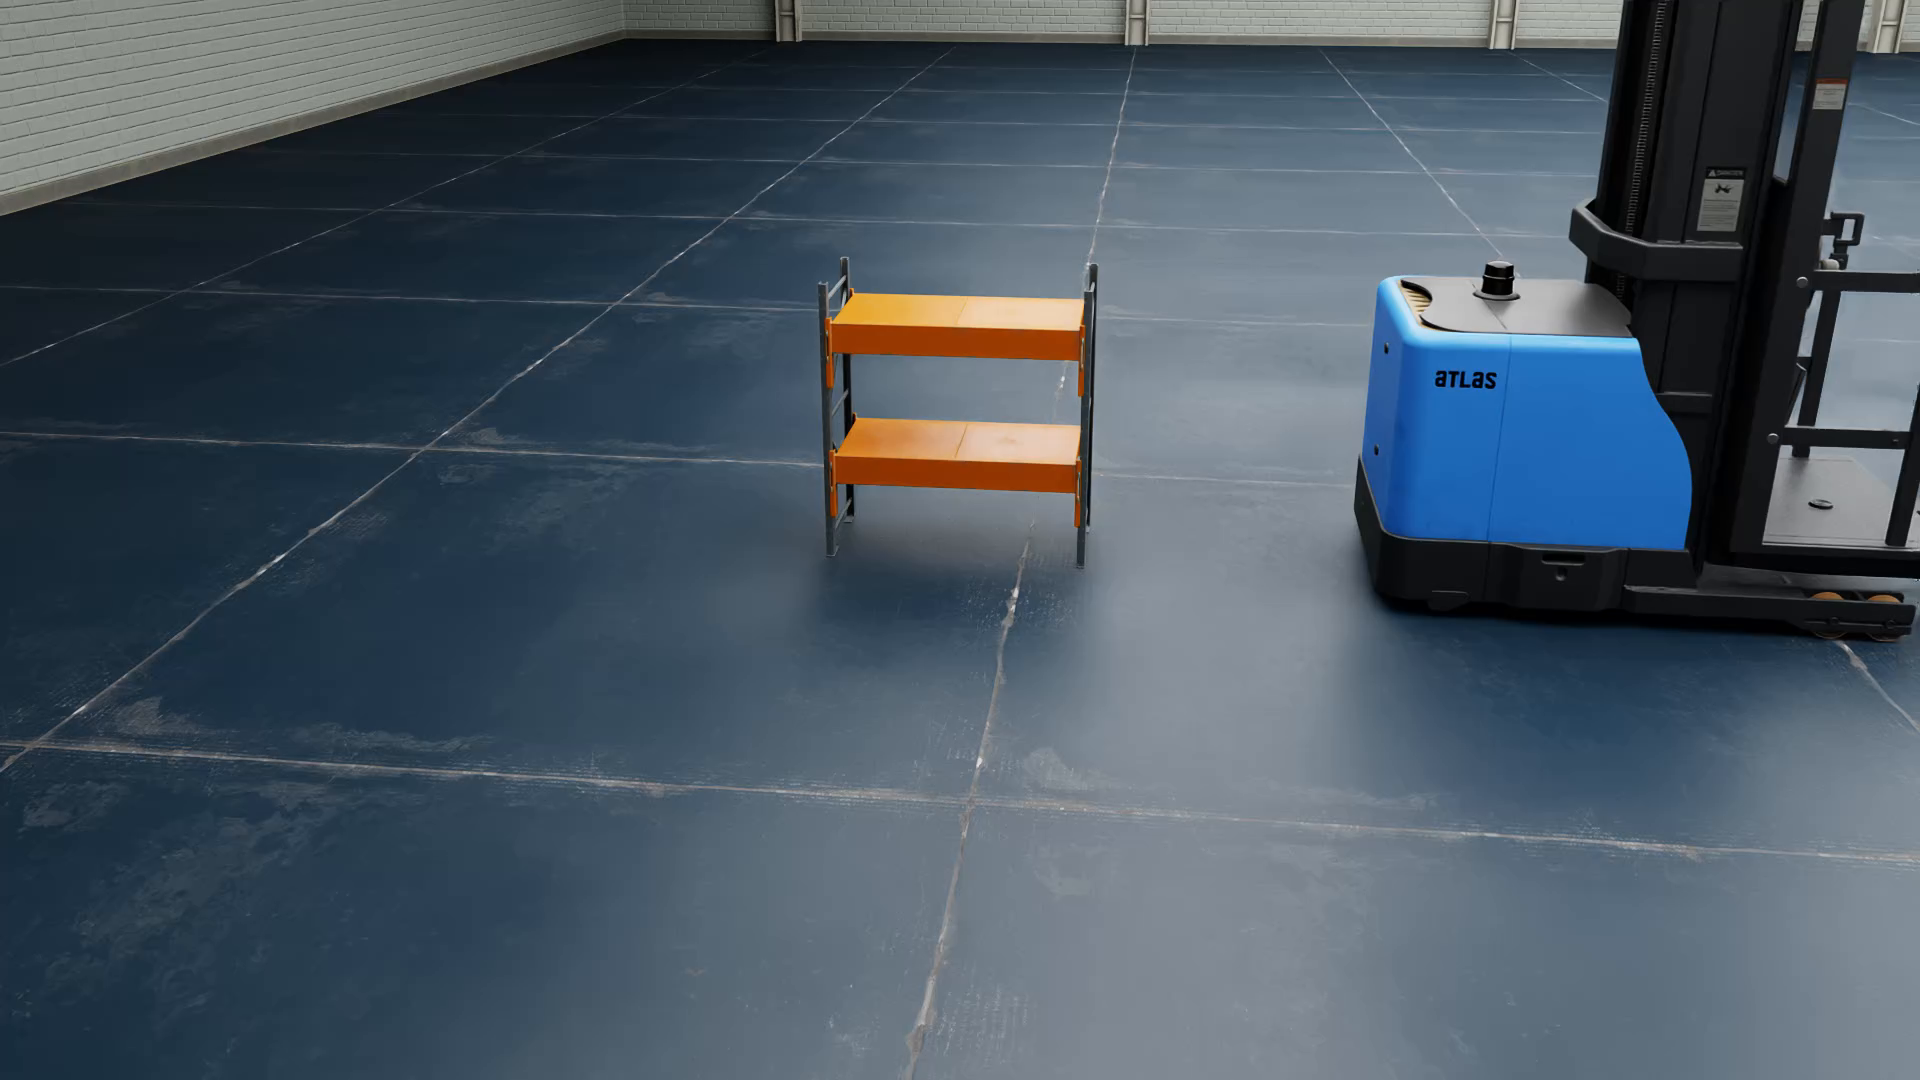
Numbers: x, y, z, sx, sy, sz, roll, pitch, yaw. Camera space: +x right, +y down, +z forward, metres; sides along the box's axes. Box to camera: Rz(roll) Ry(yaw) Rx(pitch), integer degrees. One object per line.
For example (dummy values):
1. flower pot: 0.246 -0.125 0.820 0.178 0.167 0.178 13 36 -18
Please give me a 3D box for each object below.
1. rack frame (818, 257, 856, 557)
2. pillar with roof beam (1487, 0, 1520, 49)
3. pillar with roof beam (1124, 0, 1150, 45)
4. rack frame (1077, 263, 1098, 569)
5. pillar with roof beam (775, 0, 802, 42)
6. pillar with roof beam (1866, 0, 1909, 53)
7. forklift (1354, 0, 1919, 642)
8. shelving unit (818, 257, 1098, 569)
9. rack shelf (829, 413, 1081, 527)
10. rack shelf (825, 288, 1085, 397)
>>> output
1. rack frame: -0.498 -0.545 6.788 0.032 1.125 0.500 2 22 6
2. pillar with roof beam: 8.447 -10.764 21.927 0.400 9.000 9.100 2 22 6
3. pillar with roof beam: 2.489 -11.024 22.584 0.400 9.000 9.100 2 22 6
4. rack frame: 0.512 -0.501 6.677 0.032 1.125 0.500 2 22 6
5. pillar with roof beam: -3.470 -11.283 23.240 0.400 9.000 9.100 2 22 6
6. pillar with roof beam: 14.405 -10.504 21.270 0.400 9.000 9.100 2 22 6
7. forklift: 3.125 -1.203 5.996 3.031 2.935 1.130 3 22 7
8. shelving unit: 0.007 -0.523 6.732 1.048 1.125 0.538 2 22 6
9. rack shelf: 0.007 -0.295 6.822 1.000 0.278 0.538 2 22 6
10. rack shelf: 0.007 -0.795 6.625 1.000 0.278 0.538 2 22 6
